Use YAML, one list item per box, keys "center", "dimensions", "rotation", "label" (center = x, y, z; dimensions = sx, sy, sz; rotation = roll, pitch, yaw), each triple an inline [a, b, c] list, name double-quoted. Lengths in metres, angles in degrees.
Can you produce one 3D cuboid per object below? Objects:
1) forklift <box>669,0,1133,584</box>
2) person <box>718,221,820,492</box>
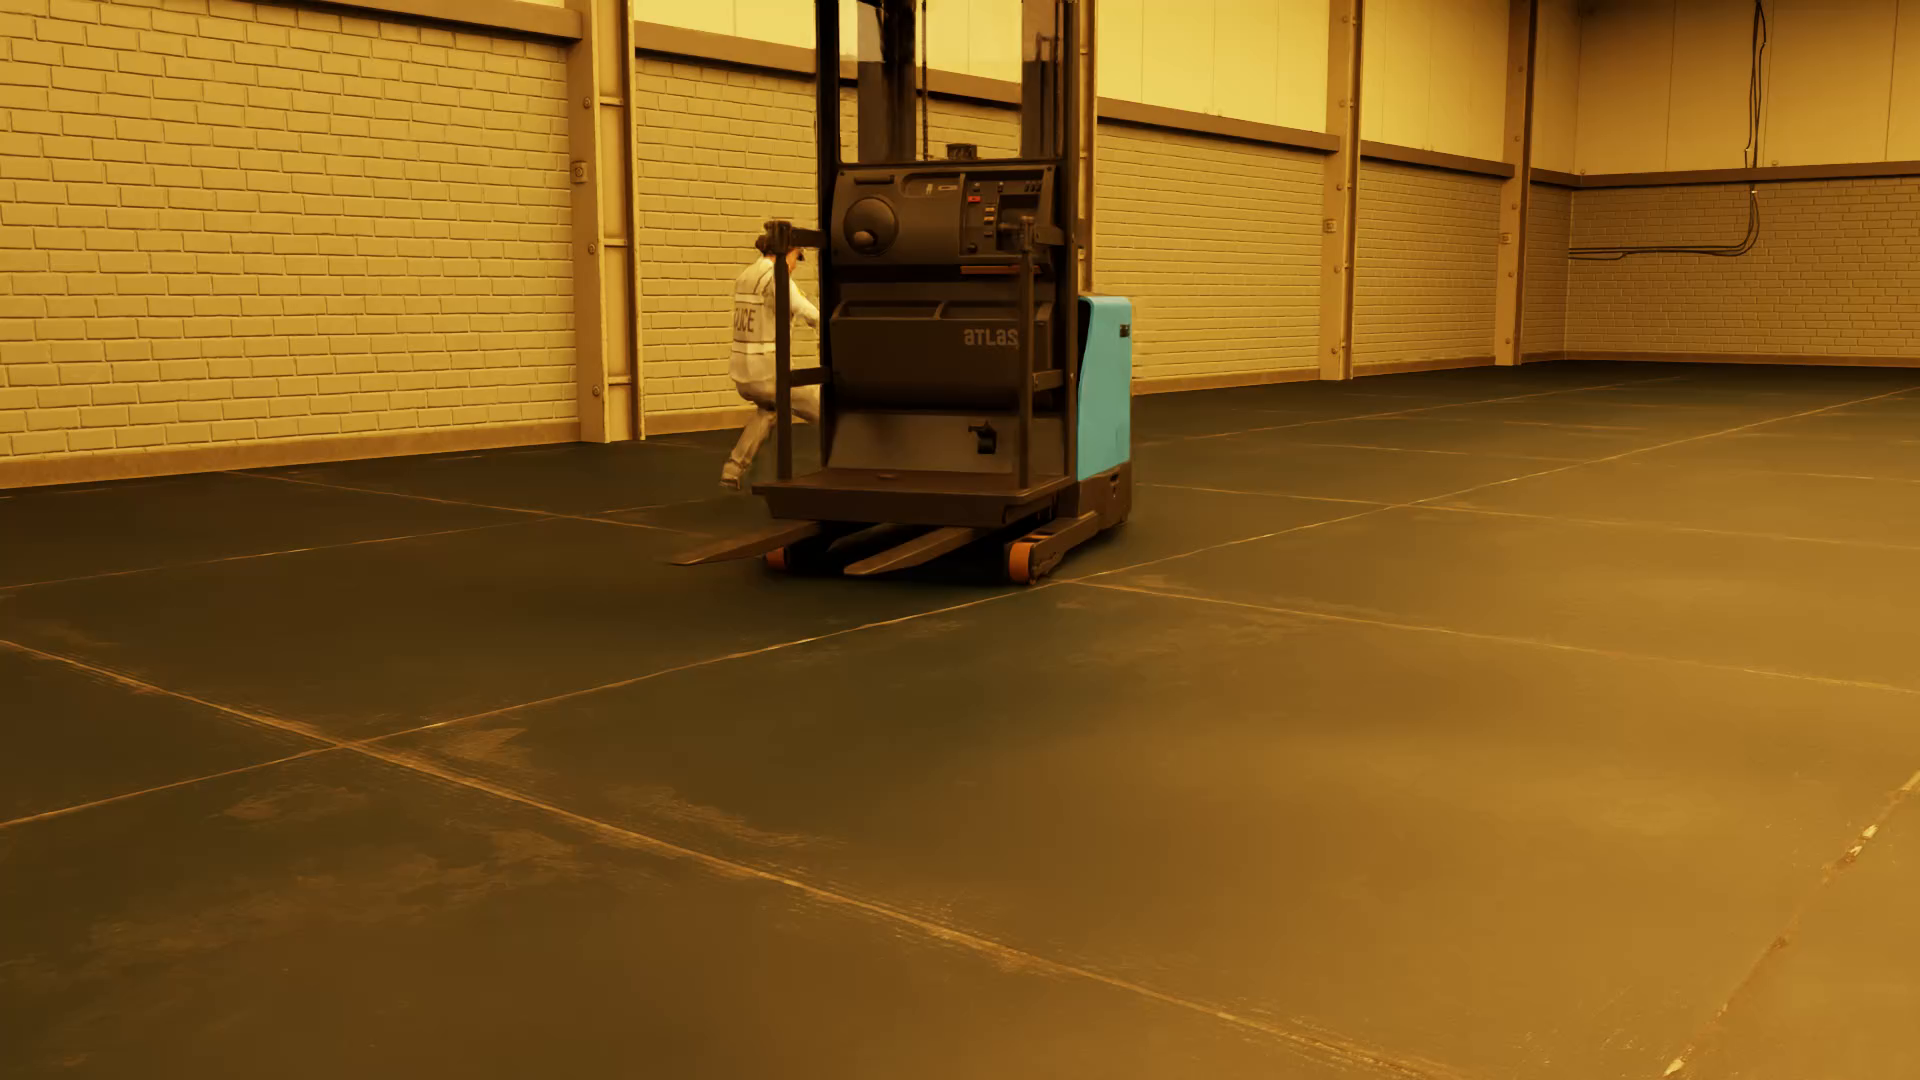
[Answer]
- center: [-0.139, -1.347, 6.489]
  dimensions: [1.130, 2.935, 3.031]
  rotation: [3, 9, 18]
  label: "forklift"
- center: [-0.875, -0.907, 8.590]
  dimensions: [0.634, 1.449, 1.140]
  rotation: [-5, 10, -31]
  label: "person"
